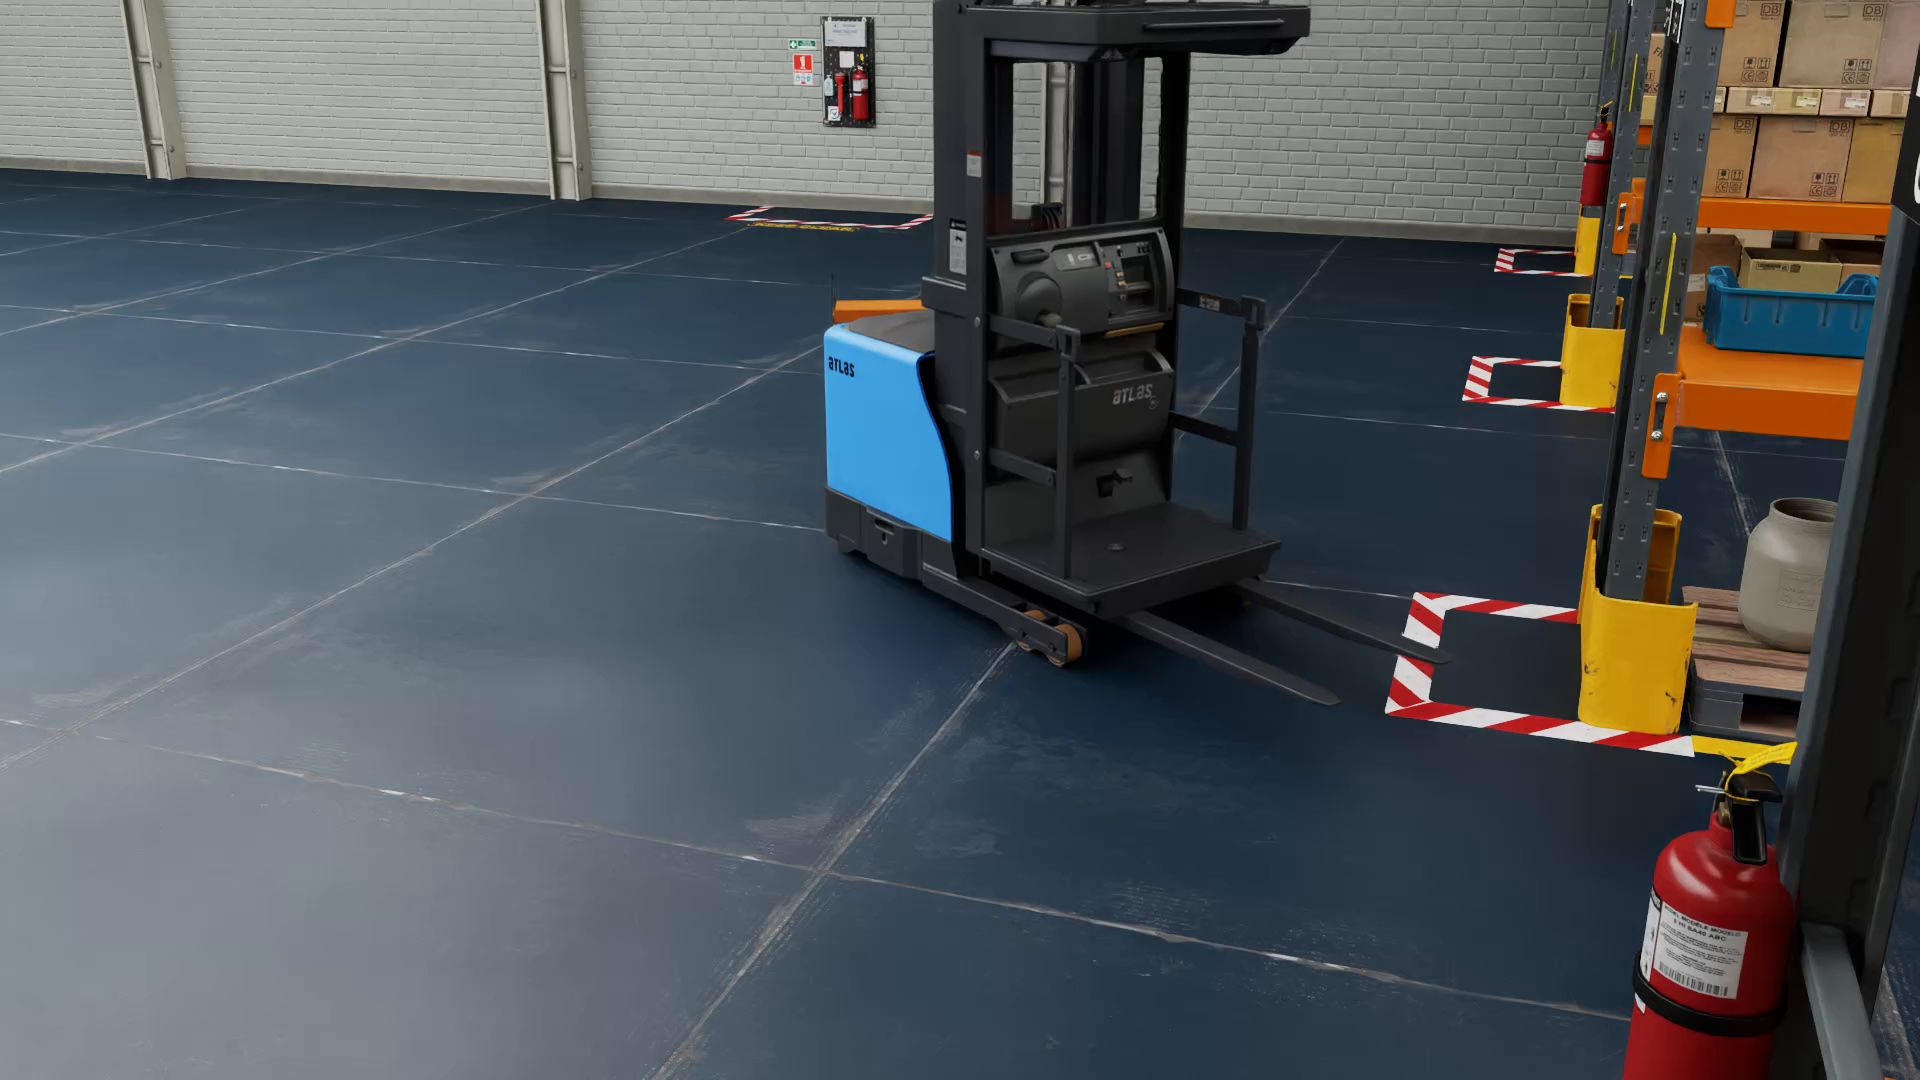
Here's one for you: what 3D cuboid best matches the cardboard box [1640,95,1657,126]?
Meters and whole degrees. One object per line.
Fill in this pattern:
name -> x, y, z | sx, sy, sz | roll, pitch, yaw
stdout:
cardboard box -> 6.154, -3.761, 14.506 | 0.500, 0.250, 0.500 | 6, 20, 16

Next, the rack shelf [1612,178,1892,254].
rack shelf -> 6.064, -1.877, 9.998 | 4.000, 0.370, 1.077 | 7, 20, 18

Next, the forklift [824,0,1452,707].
forklift -> 0.641, -1.064, 6.675 | 1.130, 2.935, 3.031 | -14, 24, -34

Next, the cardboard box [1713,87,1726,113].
cardboard box -> 4.475, -2.677, 10.062 | 0.250, 0.149, 0.380 | 6, 20, 18

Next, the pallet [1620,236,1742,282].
pallet -> 6.625, -2.550, 15.071 | 1.213, 0.211, 1.003 | 7, 20, 18

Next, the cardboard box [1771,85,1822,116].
cardboard box -> 4.961, -2.622, 9.905 | 0.250, 0.149, 0.380 | 7, 20, 18

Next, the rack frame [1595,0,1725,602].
rack frame -> 2.546, -0.893, 6.082 | 0.127, 3.000, 1.000 | 7, 20, 18

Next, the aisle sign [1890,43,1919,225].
aisle sign -> 0.961, -0.681, 1.523 | 0.004, 0.787, 0.394 | 7, 20, 18

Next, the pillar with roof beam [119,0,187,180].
pillar with roof beam -> -11.674, -7.606, 16.224 | 0.400, 9.000, 9.100 | 7, 20, 18

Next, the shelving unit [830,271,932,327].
shelving unit -> -0.383, -0.726, 8.337 | 0.503, 1.200, 0.258 | -1, 19, -3

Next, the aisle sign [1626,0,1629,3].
aisle sign -> 4.209, -3.759, 10.354 | 0.004, 0.787, 0.394 | 7, 20, 18

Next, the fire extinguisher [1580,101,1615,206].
fire extinguisher -> 4.216, -2.554, 10.963 | 0.183, 0.674, 0.296 | 7, 20, 18

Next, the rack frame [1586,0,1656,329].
rack frame -> 4.175, -2.433, 10.499 | 0.127, 3.000, 1.000 | 7, 20, 18

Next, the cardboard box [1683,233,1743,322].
cardboard box -> 4.779, -1.722, 10.859 | 0.500, 0.500, 0.500 | 7, 20, 18

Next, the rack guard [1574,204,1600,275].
rack guard -> 5.869, -2.785, 15.307 | 0.348, 0.500, 1.175 | 7, 20, 18

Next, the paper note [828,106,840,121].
paper note -> -1.392, -4.719, 18.394 | 0.142, 0.148, 0.016 | 7, 20, 18

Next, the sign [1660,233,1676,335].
sign -> 2.361, -0.854, 5.547 | 0.005, 0.325, 0.100 | 7, 20, 18

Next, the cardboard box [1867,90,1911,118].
cardboard box -> 5.451, -2.566, 9.744 | 0.250, 0.149, 0.380 | 6, 20, 16

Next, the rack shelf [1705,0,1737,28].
rack shelf -> 4.435, -1.754, 5.087 | 4.000, 0.370, 1.077 | 7, 20, 18

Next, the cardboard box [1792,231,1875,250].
cardboard box -> 7.636, -2.742, 14.515 | 0.500, 0.500, 0.700 | 5, 20, 15

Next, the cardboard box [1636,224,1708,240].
cardboard box -> 6.421, -2.809, 14.995 | 0.500, 0.311, 0.500 | 4, 20, 12

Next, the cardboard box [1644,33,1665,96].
cardboard box -> 6.149, -4.121, 14.401 | 0.500, 0.500, 0.500 | 7, 20, 18

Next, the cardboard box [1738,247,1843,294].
cardboard box -> 5.082, -1.507, 10.242 | 0.500, 0.500, 0.500 | 7, 20, 18

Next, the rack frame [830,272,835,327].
rack frame -> -0.627, -0.723, 8.326 | 0.015, 1.200, 0.240 | -1, 19, -3

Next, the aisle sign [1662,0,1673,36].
aisle sign -> 2.575, -2.221, 5.942 | 0.004, 0.787, 0.394 | 7, 20, 18

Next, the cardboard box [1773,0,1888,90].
cardboard box -> 5.160, -2.978, 9.939 | 0.500, 0.500, 0.700 | 6, 20, 17

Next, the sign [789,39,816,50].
sign -> -1.734, -5.450, 18.294 | 0.331, 0.109, 0.001 | 7, 20, 18

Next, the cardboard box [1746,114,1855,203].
cardboard box -> 5.109, -2.371, 10.168 | 0.500, 0.500, 0.700 | 7, 20, 19

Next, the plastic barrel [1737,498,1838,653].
plastic barrel -> 3.193, 0.130, 6.287 | 0.421, 0.512, 0.421 | 0, 19, 0

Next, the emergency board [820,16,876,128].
emergency board -> -1.247, -5.094, 18.133 | 0.643, 1.169, 0.194 | 7, 20, 18

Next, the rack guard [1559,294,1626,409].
rack guard -> 4.152, -1.255, 10.918 | 0.348, 0.500, 1.175 | 7, 20, 18

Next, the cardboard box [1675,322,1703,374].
cardboard box -> 4.609, -1.206, 10.518 | 0.500, 0.250, 0.500 | 7, 20, 18
